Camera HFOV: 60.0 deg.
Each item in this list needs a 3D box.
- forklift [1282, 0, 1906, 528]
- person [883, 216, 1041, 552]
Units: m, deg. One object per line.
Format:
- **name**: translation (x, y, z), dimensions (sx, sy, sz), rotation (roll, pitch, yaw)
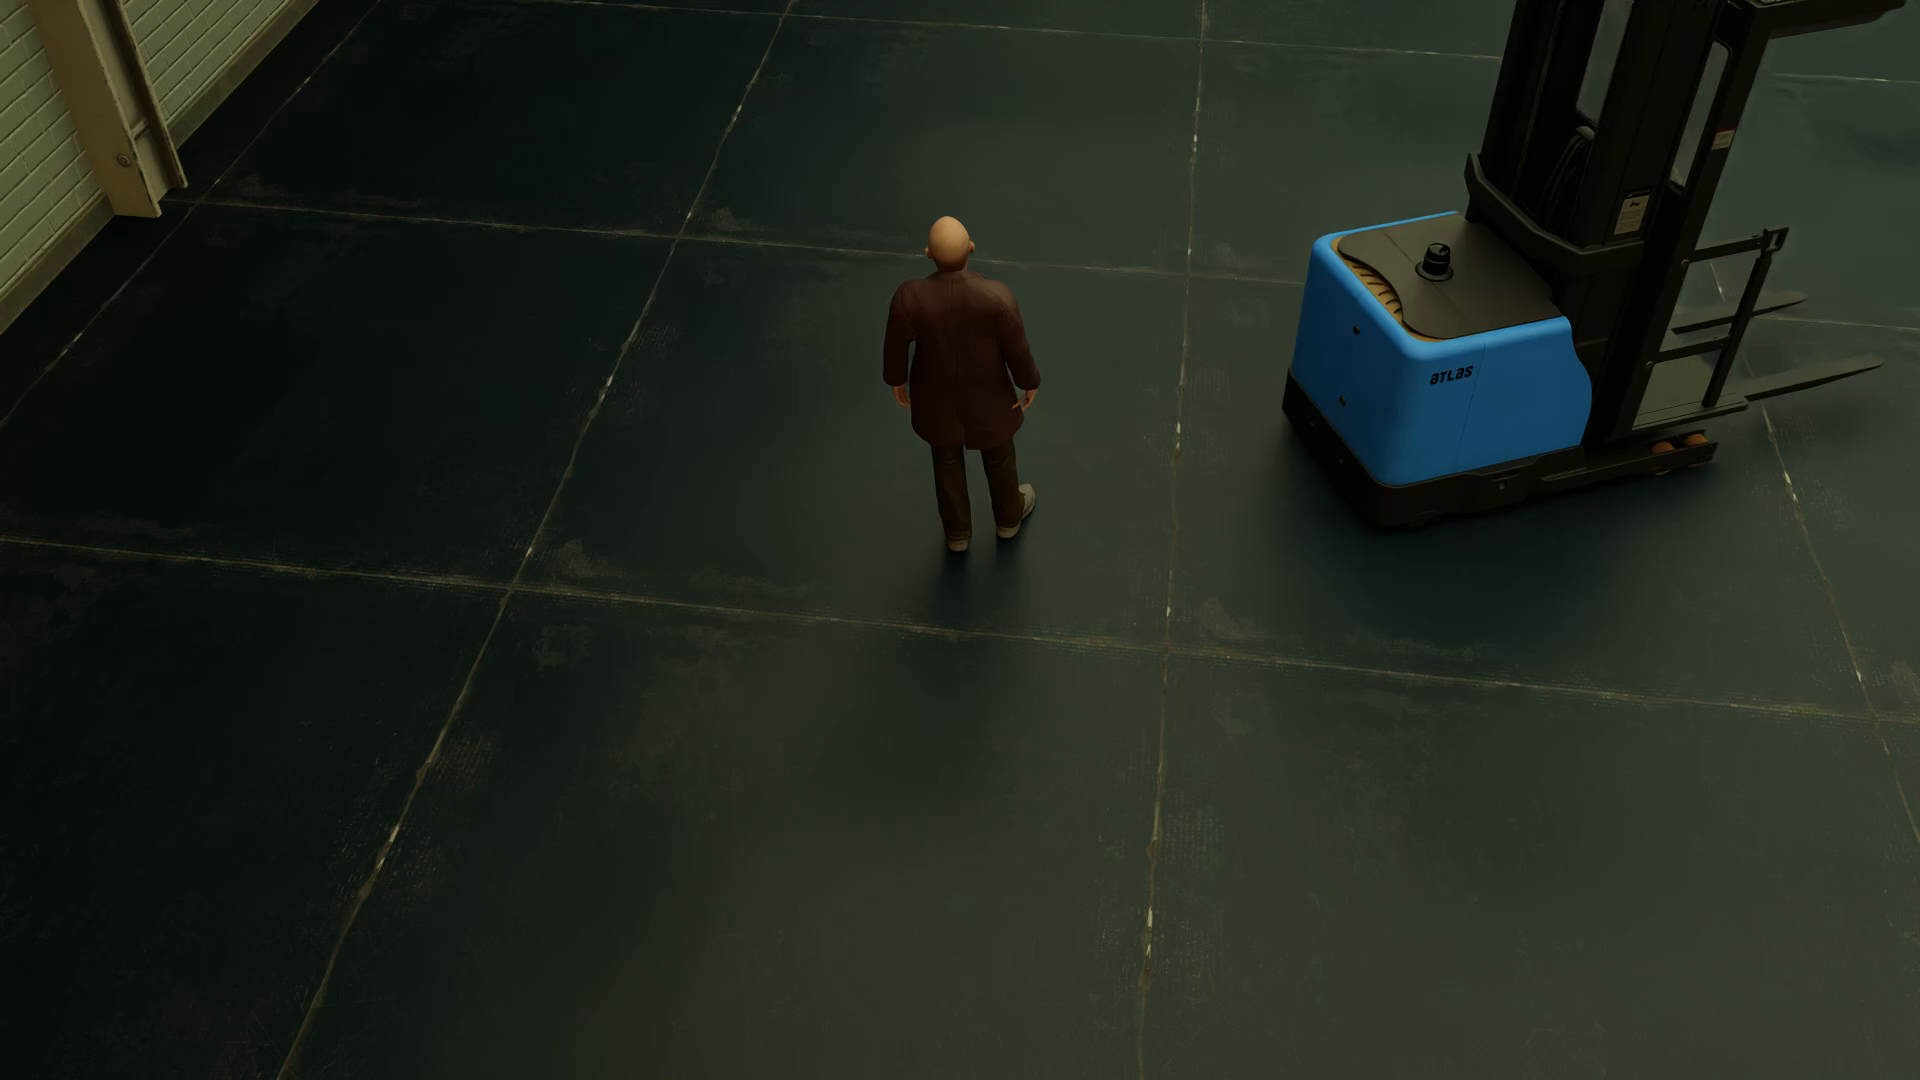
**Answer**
- **forklift**: translation (3.226, -1.728, 7.606), dimensions (3.031, 2.935, 1.130), rotation (-13, 44, -13)
- **person**: translation (0.016, -0.721, 7.351), dimensions (0.698, 1.777, 0.579), rotation (5, 43, 6)
